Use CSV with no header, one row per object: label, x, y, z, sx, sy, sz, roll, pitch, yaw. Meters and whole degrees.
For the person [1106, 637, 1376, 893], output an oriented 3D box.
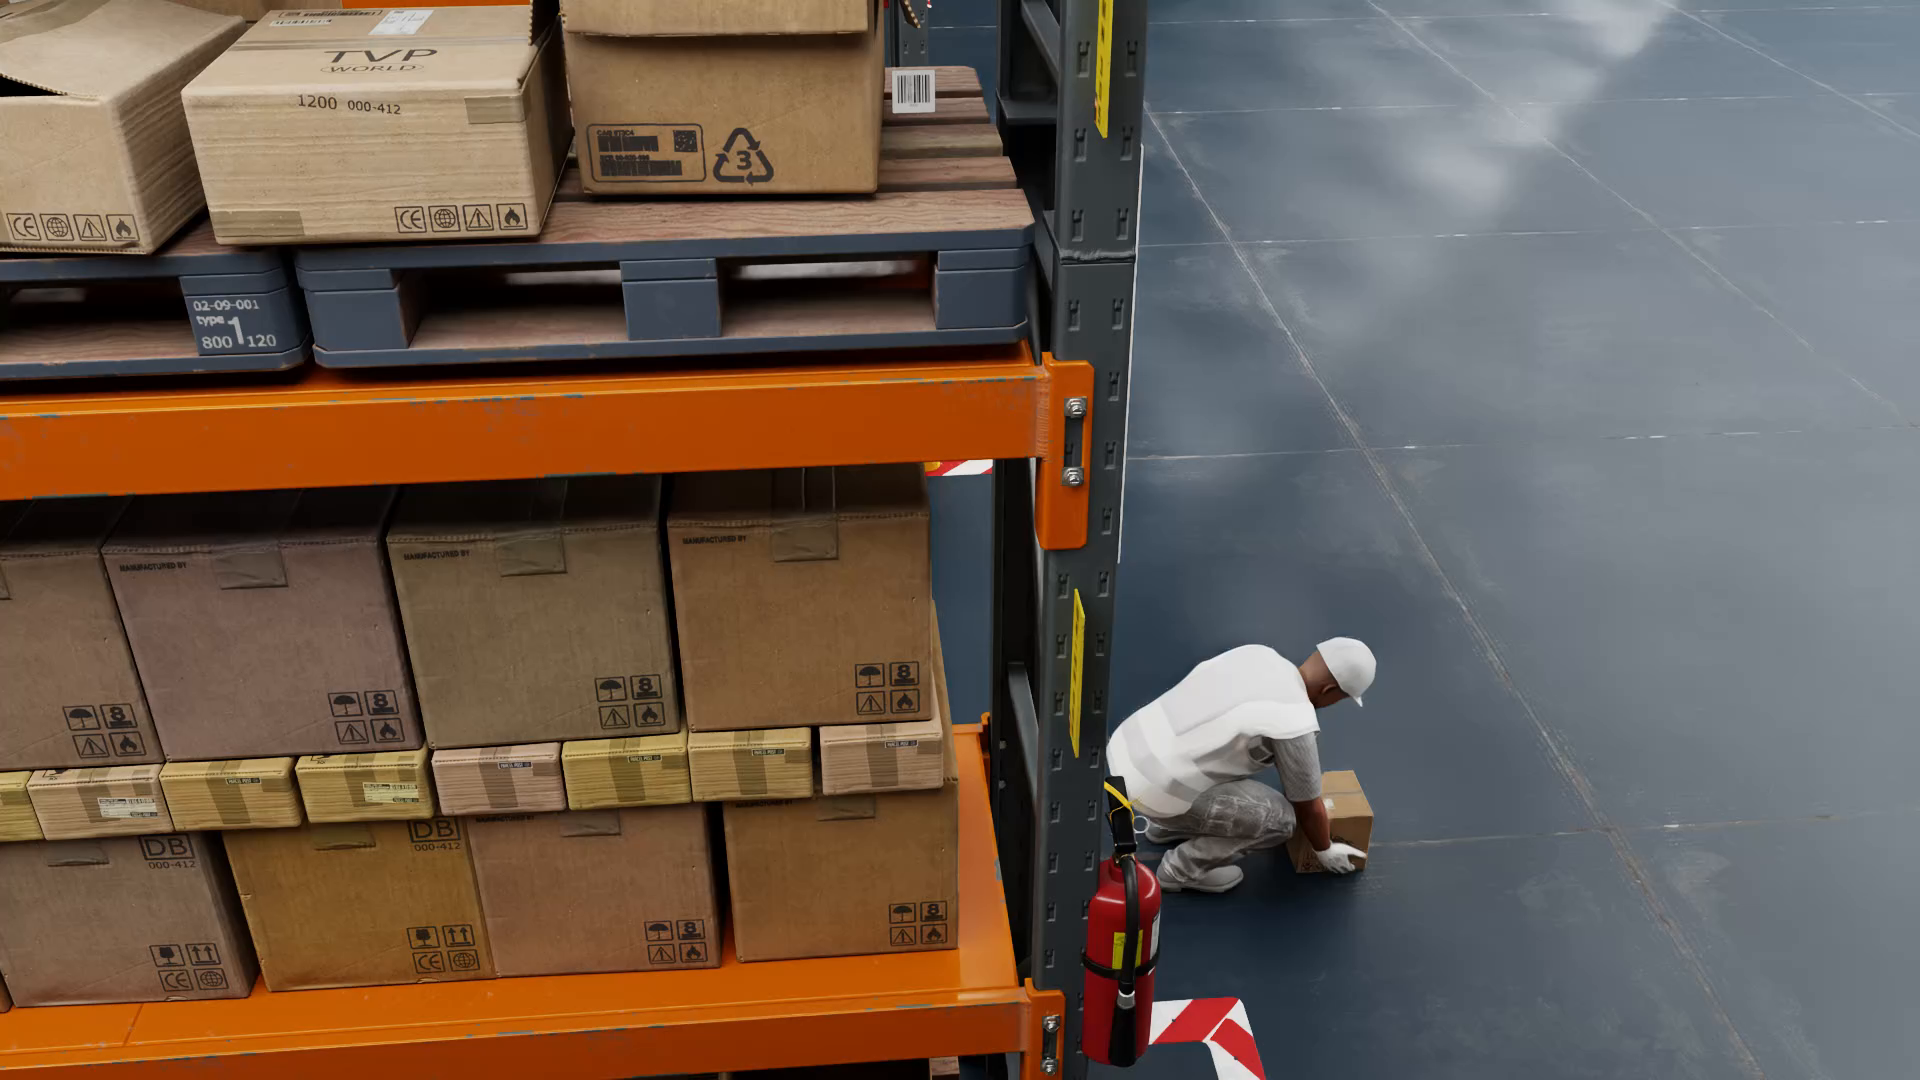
person,0.964,0.756,5.768,0.909,0.883,0.576,-3,31,-4
